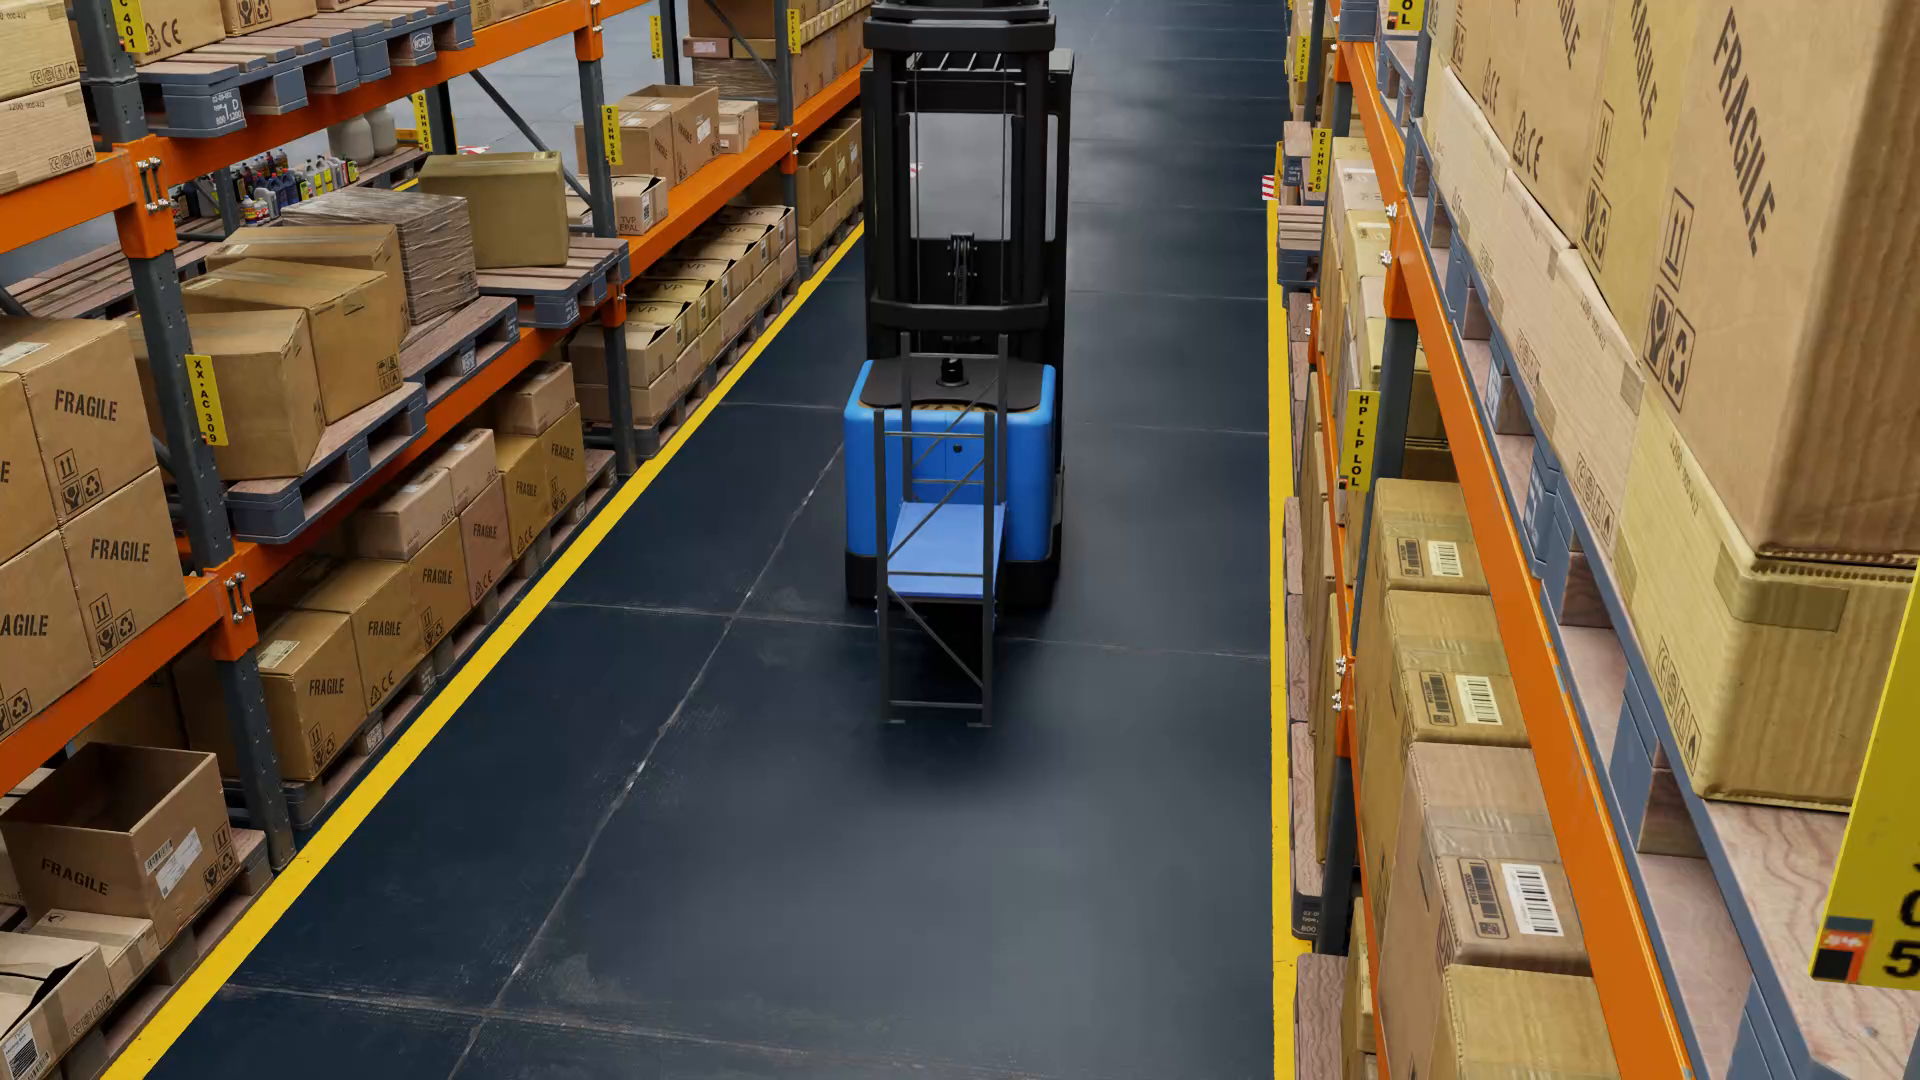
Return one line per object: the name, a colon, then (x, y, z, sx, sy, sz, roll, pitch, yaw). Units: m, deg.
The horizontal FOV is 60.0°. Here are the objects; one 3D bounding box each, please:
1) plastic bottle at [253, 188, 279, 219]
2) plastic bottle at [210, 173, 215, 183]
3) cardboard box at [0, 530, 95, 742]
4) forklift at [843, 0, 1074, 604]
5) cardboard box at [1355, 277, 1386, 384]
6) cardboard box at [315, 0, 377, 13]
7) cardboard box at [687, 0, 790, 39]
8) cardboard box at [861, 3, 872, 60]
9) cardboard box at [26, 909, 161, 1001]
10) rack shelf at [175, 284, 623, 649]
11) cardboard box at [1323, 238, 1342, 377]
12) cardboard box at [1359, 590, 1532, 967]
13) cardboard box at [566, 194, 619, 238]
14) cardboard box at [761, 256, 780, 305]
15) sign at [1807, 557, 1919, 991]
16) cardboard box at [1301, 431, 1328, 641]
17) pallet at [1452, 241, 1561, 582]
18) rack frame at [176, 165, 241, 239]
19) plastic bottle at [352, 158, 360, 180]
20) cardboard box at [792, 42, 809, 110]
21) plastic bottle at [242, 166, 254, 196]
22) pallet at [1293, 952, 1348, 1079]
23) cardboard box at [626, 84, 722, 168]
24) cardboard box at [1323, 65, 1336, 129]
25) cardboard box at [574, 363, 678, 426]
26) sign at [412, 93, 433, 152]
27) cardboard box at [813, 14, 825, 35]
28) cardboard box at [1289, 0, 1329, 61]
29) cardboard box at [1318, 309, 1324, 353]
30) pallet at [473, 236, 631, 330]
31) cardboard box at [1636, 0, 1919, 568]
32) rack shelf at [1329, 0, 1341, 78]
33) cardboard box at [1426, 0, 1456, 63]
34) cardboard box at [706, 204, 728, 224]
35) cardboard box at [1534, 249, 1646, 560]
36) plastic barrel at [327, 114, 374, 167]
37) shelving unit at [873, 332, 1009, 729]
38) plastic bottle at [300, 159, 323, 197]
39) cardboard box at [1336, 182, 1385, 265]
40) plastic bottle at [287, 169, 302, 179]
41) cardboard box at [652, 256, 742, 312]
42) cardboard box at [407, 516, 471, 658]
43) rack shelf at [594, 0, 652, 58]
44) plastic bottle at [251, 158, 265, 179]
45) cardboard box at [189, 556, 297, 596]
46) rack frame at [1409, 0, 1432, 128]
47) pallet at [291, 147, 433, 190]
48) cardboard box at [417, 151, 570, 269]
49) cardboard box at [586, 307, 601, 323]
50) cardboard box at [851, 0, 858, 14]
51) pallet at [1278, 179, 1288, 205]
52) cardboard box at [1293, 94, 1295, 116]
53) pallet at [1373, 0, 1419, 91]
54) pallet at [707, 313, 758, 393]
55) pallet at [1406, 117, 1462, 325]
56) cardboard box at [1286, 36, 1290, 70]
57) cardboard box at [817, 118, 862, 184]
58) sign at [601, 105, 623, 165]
plastic bottle: (-6.196, -3.017, 14.852, 0.152, 0.276, 0.135, 5, 26, 10)
plastic bottle: (-6.869, -3.221, 15.279, 0.061, 0.283, 0.133, 6, 26, 12)
cardboard box: (-3.039, 0.276, 5.003, 0.500, 0.500, 0.500, 5, 25, 10)
forklift: (0.050, -1.591, 9.191, 1.130, 2.935, 3.031, 2, 25, 4)
cardboard box: (1.677, -0.734, 5.903, 0.500, 0.250, 0.500, 5, 25, 10)
cardboard box: (-2.757, -2.524, 6.834, 0.600, 0.600, 0.600, 3, 25, 6)
cardboard box: (-1.754, -4.286, 13.219, 0.700, 0.500, 0.500, 4, 25, 9)
cardboard box: (-1.255, -4.991, 16.256, 0.700, 0.500, 0.500, 4, 25, 9)
cardboard box: (-2.943, 1.390, 5.586, 0.380, 0.149, 0.250, 4, 25, 9)
rack shelf: (-2.801, -0.632, 7.910, 1.077, 0.370, 4.000, 4, 25, 9)
cardboard box: (1.905, -1.030, 7.420, 0.500, 0.500, 0.500, 4, 25, 8)
cardboard box: (1.531, 0.616, 4.043, 0.980, 0.700, 0.700, 3, 25, 7)
cardboard box: (-2.371, -1.903, 9.881, 0.500, 0.311, 0.500, 6, 26, 12)
cardboard box: (-1.686, -2.007, 12.747, 0.500, 0.250, 0.500, 4, 25, 8)
sign: (0.573, 0.127, 0.952, 0.100, 0.325, 0.005, 4, 25, 9)
cardboard box: (2.015, -0.004, 7.761, 0.750, 0.750, 0.750, 4, 25, 8)
pallet: (1.414, -0.247, 2.807, 1.003, 0.211, 1.213, 4, 25, 9)
rack frame: (-6.706, -3.812, 13.855, 1.000, 3.000, 0.127, 4, 25, 9)
plastic bottle: (-5.920, -3.618, 16.223, 0.097, 0.201, 0.097, 0, 25, 0)
cardboard box: (-1.674, -3.919, 13.967, 0.700, 0.500, 0.500, 4, 25, 8)
plastic bottle: (-6.666, -3.346, 15.545, 0.061, 0.283, 0.133, 4, 25, 9)
pallet: (1.559, 1.796, 5.163, 1.003, 0.211, 1.213, 4, 25, 9)
cardboard box: (-2.048, -2.972, 11.942, 0.500, 0.500, 0.500, 6, 26, 12)
cardboard box: (2.852, -2.926, 11.326, 0.700, 0.500, 0.500, 7, 26, 14)
cardboard box: (-2.099, -0.937, 10.462, 0.500, 0.250, 0.500, 4, 25, 8)
sign: (-3.022, -2.355, 9.378, 0.100, 0.325, 0.005, 4, 25, 9)
cardboard box: (-1.379, -4.444, 14.323, 0.380, 0.149, 0.250, 3, 25, 7)
cardboard box: (3.165, -4.478, 14.548, 0.500, 0.500, 0.500, 3, 25, 7)
cardboard box: (1.955, -1.016, 8.154, 0.380, 0.149, 0.250, 5, 26, 10)
pallet: (-2.515, -1.419, 8.969, 1.213, 0.211, 1.003, 4, 25, 9)
cardboard box: (0.957, -0.297, 1.487, 0.500, 0.500, 0.500, 4, 25, 8)
rack shelf: (2.741, -3.321, 10.118, 1.077, 0.370, 4.000, 4, 25, 9)
cardboard box: (1.367, -1.366, 3.771, 0.500, 0.500, 0.500, 4, 25, 8)
cardboard box: (-2.133, -2.510, 13.161, 0.500, 0.311, 0.500, 4, 25, 9)
cardboard box: (1.048, -0.175, 2.111, 0.500, 0.250, 0.500, 3, 25, 7)
plastic barrel: (-6.167, -4.058, 16.820, 0.421, 0.512, 0.421, 0, 25, 0)
shelving unit: (-0.067, -0.064, 7.617, 0.538, 1.500, 1.048, 2, 25, 4)
plastic bottle: (-6.065, -3.377, 15.531, 0.144, 0.351, 0.185, 4, 25, 8)
cardboard box: (1.920, -1.375, 7.272, 0.500, 0.250, 0.500, 4, 25, 9)
plastic bottle: (-6.215, -3.343, 15.547, 0.152, 0.276, 0.135, 4, 25, 9)
cardboard box: (-1.852, -1.840, 11.729, 0.500, 0.311, 0.500, 4, 25, 8)
cardboard box: (-2.643, 0.194, 7.726, 0.500, 0.500, 0.500, 4, 25, 9)
rack shelf: (-2.147, -3.663, 10.848, 1.077, 0.370, 4.000, 4, 25, 9)
plastic bottle: (-6.729, -3.526, 15.944, 0.097, 0.271, 0.097, 0, 25, 0)
cardboard box: (-3.241, 0.380, 7.330, 0.500, 0.500, 0.500, 4, 25, 9)
rack frame: (1.760, -2.496, 3.968, 1.000, 3.000, 0.127, 4, 25, 9)
pallet: (-6.157, -3.847, 17.220, 1.003, 0.211, 1.213, 4, 25, 9)
cardboard box: (-2.466, -1.758, 8.854, 0.700, 0.500, 0.500, -4, 25, -9)
cardboard box: (-2.553, -1.447, 10.889, 0.500, 0.311, 0.500, 4, 25, 8)
cardboard box: (-1.167, -4.984, 15.477, 0.380, 0.149, 0.250, 4, 25, 9)
pallet: (3.541, -3.166, 15.765, 1.003, 0.211, 1.213, 4, 25, 9)
cardboard box: (2.936, -3.493, 13.328, 0.500, 0.250, 0.500, 4, 25, 9)
pallet: (2.181, -1.984, 6.635, 1.003, 0.211, 1.213, 5, 26, 11)
pallet: (-2.099, -1.381, 11.952, 1.003, 0.211, 1.213, 4, 25, 9)
pallet: (1.616, -0.756, 3.893, 1.003, 0.211, 1.213, 4, 25, 9)
cardboard box: (3.328, -4.557, 15.601, 0.500, 0.250, 0.500, 3, 25, 7)
cardboard box: (-1.192, -3.551, 15.162, 0.500, 0.500, 0.500, 4, 25, 9)
sign: (-1.937, -2.249, 9.243, 0.100, 0.325, 0.005, 4, 25, 9)
